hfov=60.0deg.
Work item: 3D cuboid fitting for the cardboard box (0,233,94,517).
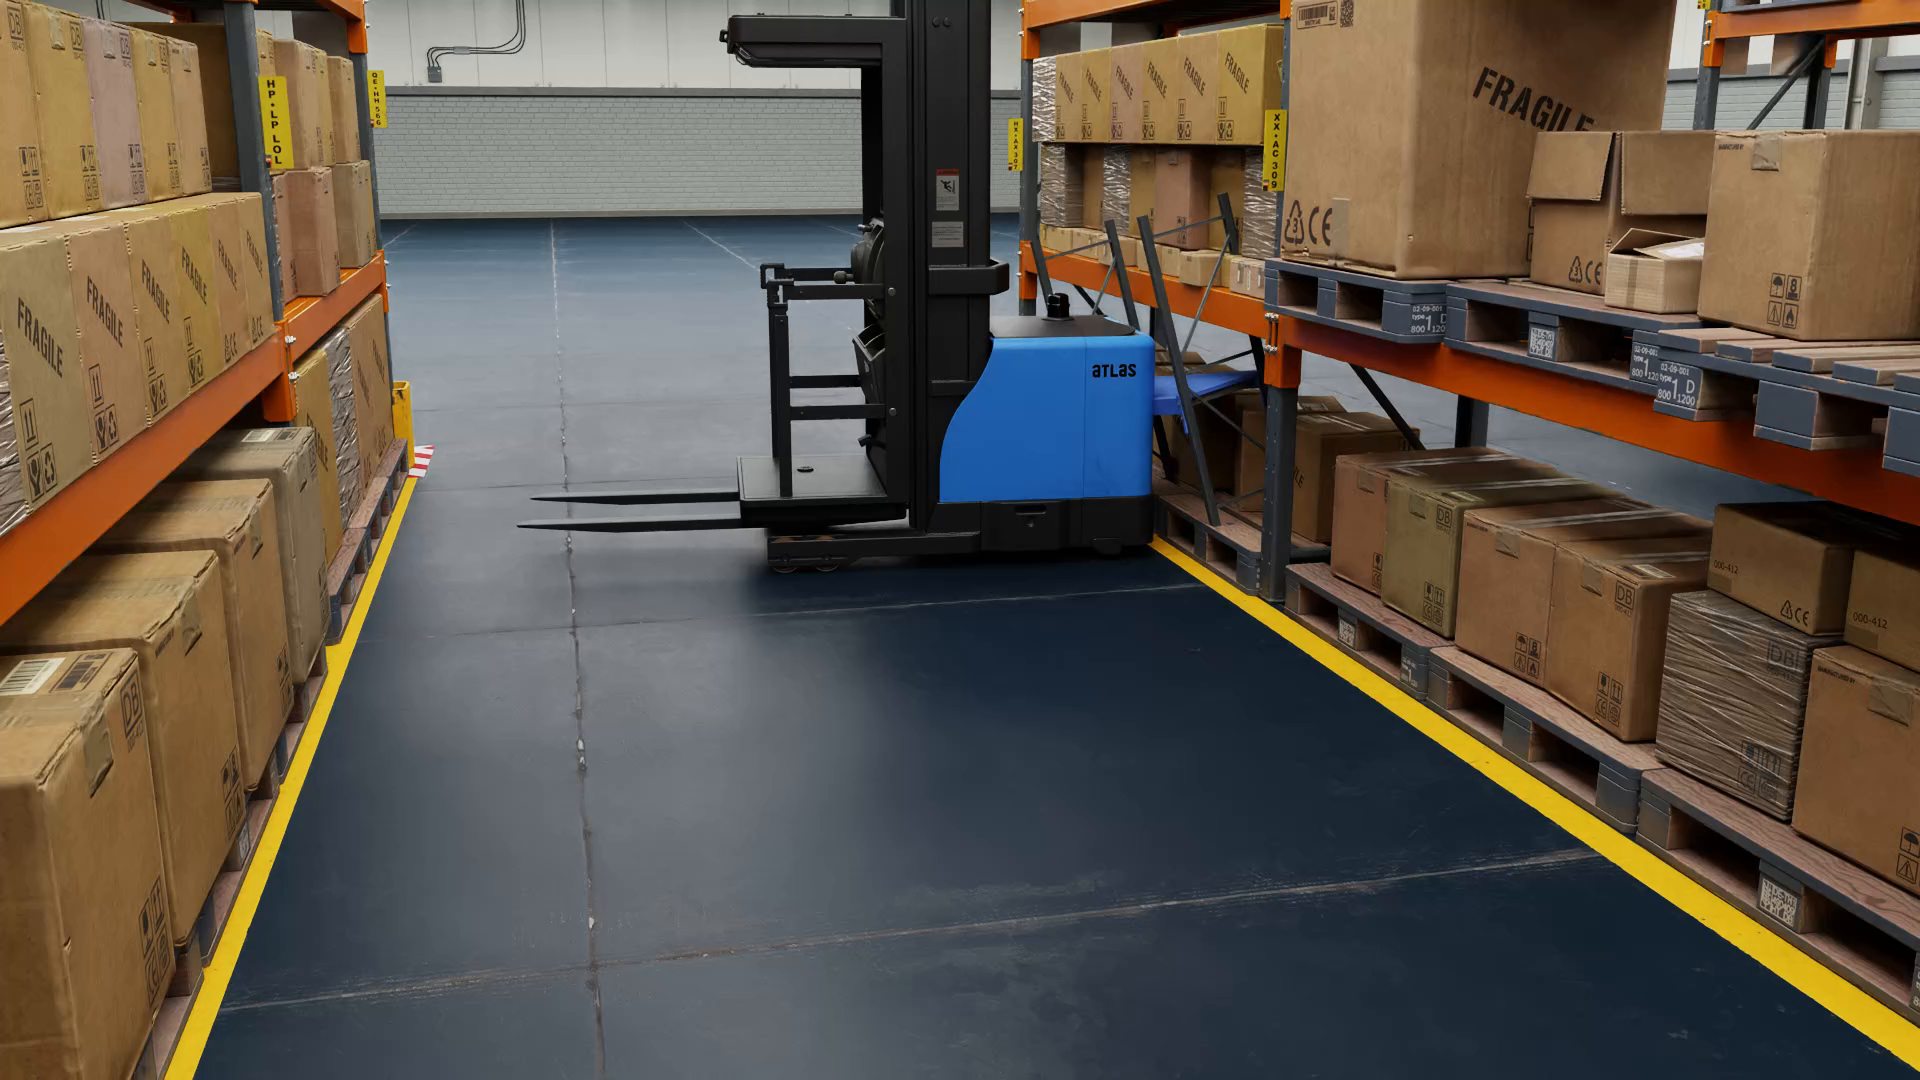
[{"bbox_3d":[-2.045,-0.325,3.227,0.500,0.500,0.500,-3,14,-14],"label":"cardboard box"}]

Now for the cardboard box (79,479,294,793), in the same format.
[{"bbox_3d":[-2.563,0.286,4.791,1.050,0.750,0.750,-3,14,-13],"label":"cardboard box"}]

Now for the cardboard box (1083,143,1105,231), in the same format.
[{"bbox_3d":[1.223,-2.096,9.847,0.875,0.500,0.500,-3,14,-13],"label":"cardboard box"}]

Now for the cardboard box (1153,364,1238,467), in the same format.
[{"bbox_3d":[1.319,-0.703,9.366,0.500,0.500,0.500,-2,14,-8],"label":"cardboard box"}]

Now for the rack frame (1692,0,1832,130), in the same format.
[{"bbox_3d":[5.701,-2.416,11.994,1.000,3.000,0.127,-3,14,-13],"label":"rack frame"}]

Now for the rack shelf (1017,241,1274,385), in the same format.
[{"bbox_3d":[1.356,-1.329,9.061,1.077,0.370,4.000,-3,14,-13],"label":"rack shelf"}]

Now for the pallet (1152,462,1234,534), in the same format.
[{"bbox_3d":[1.344,-0.297,9.199,1.003,0.211,1.213,-3,14,-13],"label":"pallet"}]

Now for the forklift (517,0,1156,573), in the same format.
[{"bbox_3d":[-0.618,-1.402,7.991,3.031,2.935,1.130,-2,14,-8],"label":"forklift"}]

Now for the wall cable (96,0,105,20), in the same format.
[{"bbox_3d":[-18.106,-12.783,37.690,3.097,2.526,0.112,-3,14,-13],"label":"wall cable"}]

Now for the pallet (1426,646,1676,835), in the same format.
[{"bbox_3d":[2.300,0.599,5.529,1.003,0.211,1.213,-3,14,-13],"label":"pallet"}]

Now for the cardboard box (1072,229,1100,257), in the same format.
[{"bbox_3d":[0.885,-1.765,9.859,0.380,0.149,0.250,-3,14,-13],"label":"cardboard box"}]

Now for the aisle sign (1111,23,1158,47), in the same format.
[{"bbox_3d":[1.163,-3.433,10.683,0.394,0.787,0.004,-3,14,-13],"label":"aisle sign"}]

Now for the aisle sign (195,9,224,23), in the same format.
[{"bbox_3d":[-4.267,-3.149,9.518,0.394,0.787,0.004,-3,14,-13],"label":"aisle sign"}]

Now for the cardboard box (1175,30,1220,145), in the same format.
[{"bbox_3d":[1.334,-2.099,7.755,0.500,0.500,0.500,-3,14,-13],"label":"cardboard box"}]

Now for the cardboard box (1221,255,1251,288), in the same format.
[{"bbox_3d":[1.440,-1.247,7.741,0.380,0.149,0.250,-3,14,-13],"label":"cardboard box"}]

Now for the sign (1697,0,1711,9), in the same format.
[{"bbox_3d":[5.165,-3.847,11.516,0.100,0.325,0.005,-3,14,-13],"label":"sign"}]

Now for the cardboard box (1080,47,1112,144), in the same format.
[{"bbox_3d":[0.980,-2.445,9.171,0.500,0.500,0.500,-3,14,-13],"label":"cardboard box"}]

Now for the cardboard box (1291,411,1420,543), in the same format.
[{"bbox_3d":[1.771,-0.301,7.721,0.500,0.500,0.500,-4,14,-15],"label":"cardboard box"}]

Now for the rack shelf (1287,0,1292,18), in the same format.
[{"bbox_3d":[2.295,-1.863,4.928,1.077,0.370,4.000,-3,14,-13],"label":"rack shelf"}]

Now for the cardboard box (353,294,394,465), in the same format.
[{"bbox_3d":[-3.735,-0.906,9.405,0.875,0.875,0.875,-3,14,-13],"label":"cardboard box"}]

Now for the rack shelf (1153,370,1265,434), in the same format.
[{"bbox_3d":[1.037,-0.685,8.273,0.538,0.185,1.000,-20,11,-24],"label":"rack shelf"}]

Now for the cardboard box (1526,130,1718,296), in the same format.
[{"bbox_3d":[2.323,-1.076,5.409,0.797,0.503,0.637,-2,14,-7],"label":"cardboard box"}]

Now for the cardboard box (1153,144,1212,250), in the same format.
[{"bbox_3d":[1.482,-1.744,8.408,0.875,0.500,0.500,-3,14,-13],"label":"cardboard box"}]

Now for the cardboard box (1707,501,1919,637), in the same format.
[{"bbox_3d":[2.444,0.068,4.590,0.500,0.250,0.500,-2,14,-7],"label":"cardboard box"}]

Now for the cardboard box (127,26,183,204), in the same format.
[{"bbox_3d":[-2.774,-1.265,4.968,0.700,0.500,0.500,-4,14,-14],"label":"cardboard box"}]

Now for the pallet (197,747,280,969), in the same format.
[{"bbox_3d":[-2.475,0.847,4.516,1.003,0.211,1.213,-3,14,-13],"label":"pallet"}]

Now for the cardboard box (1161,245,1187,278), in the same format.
[{"bbox_3d":[1.244,-1.419,8.445,0.380,0.149,0.250,-3,14,-13],"label":"cardboard box"}]

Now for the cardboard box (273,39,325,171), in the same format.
[{"bbox_3d":[-3.308,-1.901,7.295,0.875,0.550,0.550,-3,14,-13],"label":"cardboard box"}]

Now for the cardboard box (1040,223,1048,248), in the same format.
[{"bbox_3d":[0.721,-1.939,10.571,0.380,0.149,0.250,-3,14,-13],"label":"cardboard box"}]

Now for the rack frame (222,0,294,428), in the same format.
[{"bbox_3d":[-3.019,-0.964,6.051,1.000,3.000,0.127,-3,14,-13],"label":"rack frame"}]

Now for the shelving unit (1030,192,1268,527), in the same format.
[{"bbox_3d":[0.991,-0.856,8.240,0.538,1.500,1.048,-20,11,-24],"label":"shelving unit"}]

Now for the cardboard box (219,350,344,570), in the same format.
[{"bbox_3d":[-3.099,-0.285,6.863,0.875,0.875,0.875,-3,14,-12],"label":"cardboard box"}]

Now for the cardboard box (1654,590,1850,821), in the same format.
[{"bbox_3d":[2.446,0.426,4.704,0.700,0.500,0.500,-5,14,-18],"label":"cardboard box"}]

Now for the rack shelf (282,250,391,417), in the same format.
[{"bbox_3d":[-3.489,-1.076,8.025,1.077,0.370,4.000,-3,14,-13],"label":"rack shelf"}]

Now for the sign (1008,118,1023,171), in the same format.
[{"bbox_3d":[0.359,-2.530,10.638,0.100,0.325,0.005,-3,14,-13],"label":"sign"}]

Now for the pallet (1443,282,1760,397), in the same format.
[{"bbox_3d":[2.260,-0.655,5.193,1.003,0.211,1.213,-3,14,-13],"label":"pallet"}]

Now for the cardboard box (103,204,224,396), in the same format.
[{"bbox_3d":[-2.399,-0.674,4.653,0.500,0.500,0.500,-3,14,-13],"label":"cardboard box"}]

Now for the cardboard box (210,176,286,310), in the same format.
[{"bbox_3d":[-3.118,-1.121,6.379,0.875,0.550,0.550,-3,14,-13],"label":"cardboard box"}]

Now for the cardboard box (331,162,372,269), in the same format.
[{"bbox_3d":[-3.677,-1.751,8.956,0.875,0.550,0.550,-3,14,-13],"label":"cardboard box"}]

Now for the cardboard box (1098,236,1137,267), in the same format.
[{"bbox_3d":[0.979,-1.587,9.132,0.380,0.149,0.250,-3,14,-13],"label":"cardboard box"}]

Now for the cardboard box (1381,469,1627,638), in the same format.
[{"bbox_3d":[2.043,0.038,6.292,0.700,0.500,0.500,-3,14,-14],"label":"cardboard box"}]

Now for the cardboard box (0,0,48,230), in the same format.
[{"bbox_3d":[-2.418,-0.914,3.531,0.700,0.500,0.500,-4,14,-14],"label":"cardboard box"}]

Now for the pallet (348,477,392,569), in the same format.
[{"bbox_3d":[-3.412,-0.071,8.272,1.003,0.211,1.213,-3,14,-13],"label":"pallet"}]
